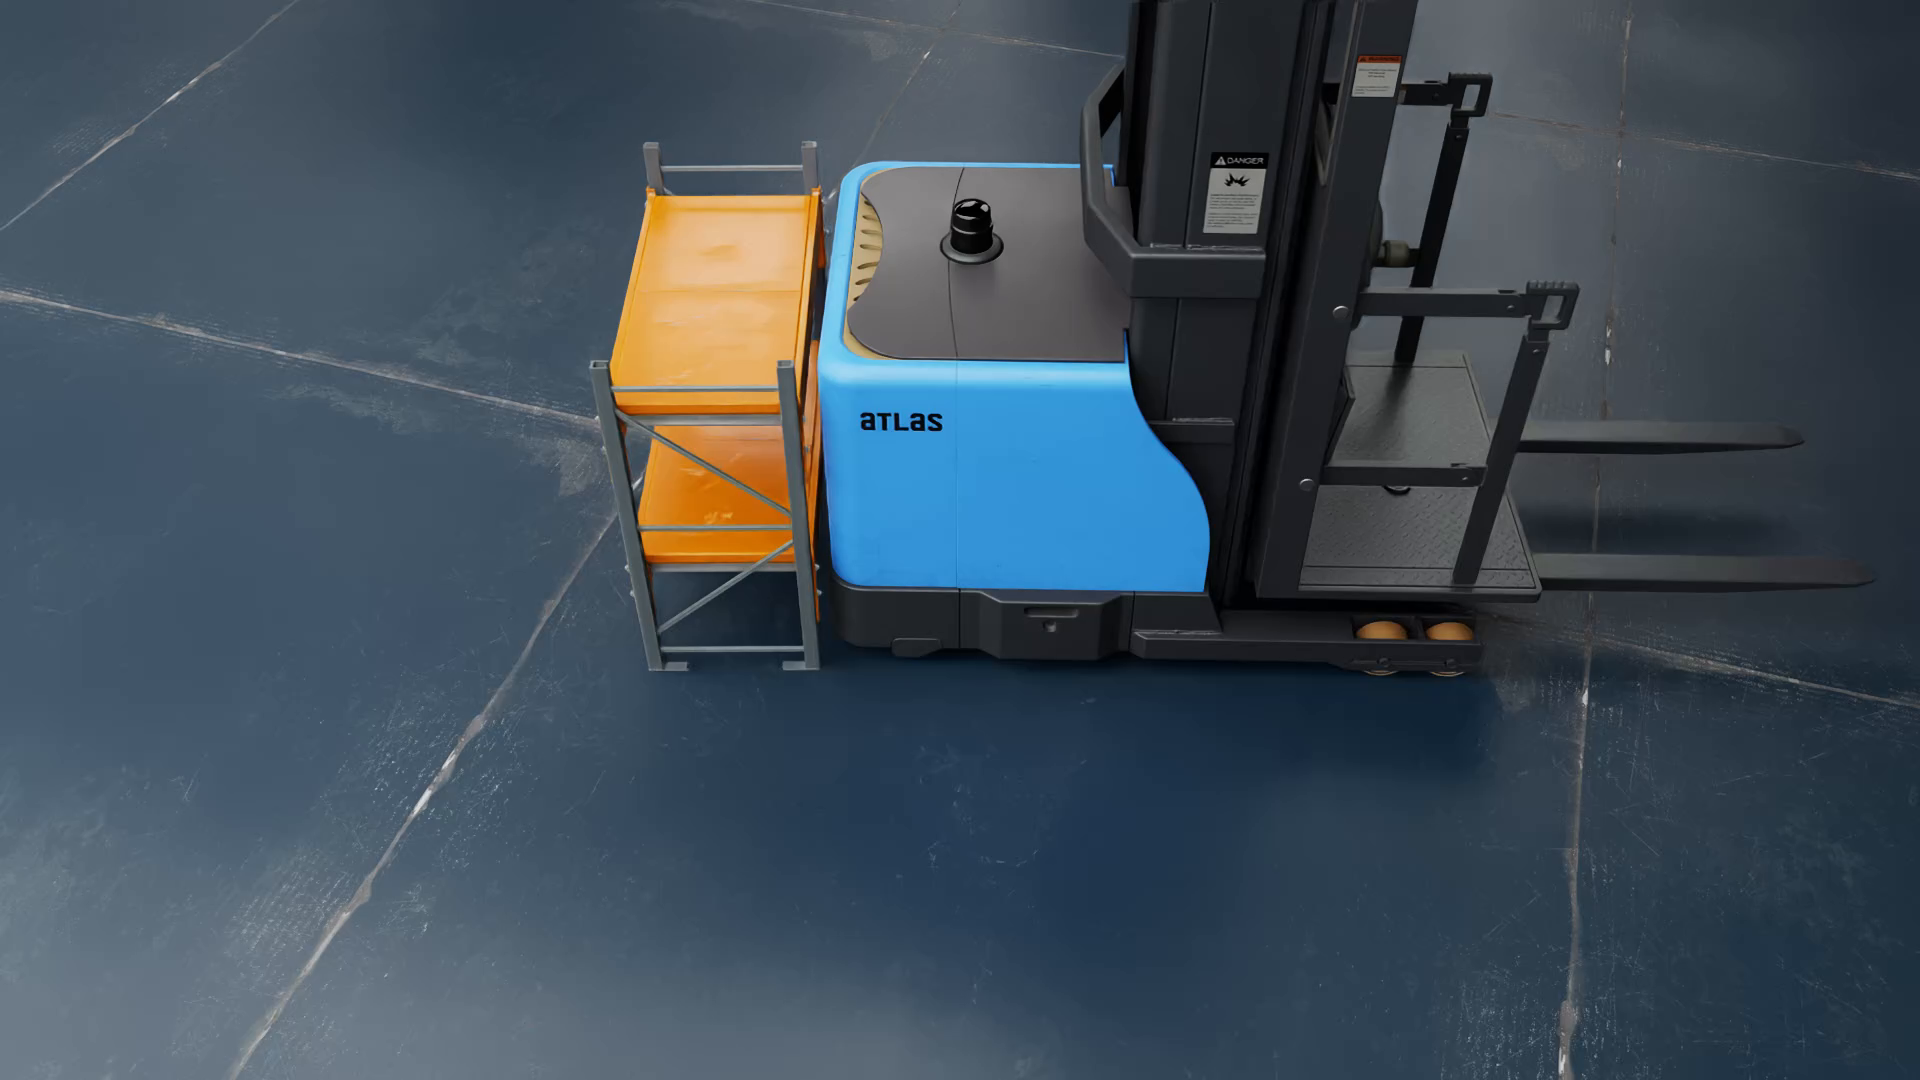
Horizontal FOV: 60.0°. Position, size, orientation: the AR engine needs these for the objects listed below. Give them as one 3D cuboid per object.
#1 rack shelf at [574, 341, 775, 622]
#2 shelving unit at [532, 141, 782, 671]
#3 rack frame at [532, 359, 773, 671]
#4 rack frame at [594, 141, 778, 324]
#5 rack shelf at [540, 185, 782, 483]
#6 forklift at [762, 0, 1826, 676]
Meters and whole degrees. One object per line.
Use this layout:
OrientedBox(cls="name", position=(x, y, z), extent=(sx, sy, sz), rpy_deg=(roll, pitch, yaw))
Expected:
OrientedBox(cls="rack shelf", position=(-0.803, -0.212, 5.012), extent=(0.538, 0.278, 1.000), rpy_deg=(0, 44, 0))
OrientedBox(cls="shelving unit", position=(-0.803, -0.387, 4.841), extent=(0.538, 1.125, 1.048), rpy_deg=(0, 44, 0))
OrientedBox(cls="rack frame", position=(-0.799, -0.031, 4.477), extent=(0.500, 1.125, 0.032), rpy_deg=(0, 44, 0))
OrientedBox(cls="rack frame", position=(-0.807, -0.742, 5.204), extent=(0.500, 1.125, 0.032), rpy_deg=(0, 44, 0))
OrientedBox(cls="rack shelf", position=(-0.803, -0.596, 4.636), extent=(0.538, 0.278, 1.000), rpy_deg=(0, 44, 0))
OrientedBox(cls="forklift", position=(1.005, -1.032, 4.209), extent=(3.031, 2.935, 1.130), rpy_deg=(1, 44, 1))
